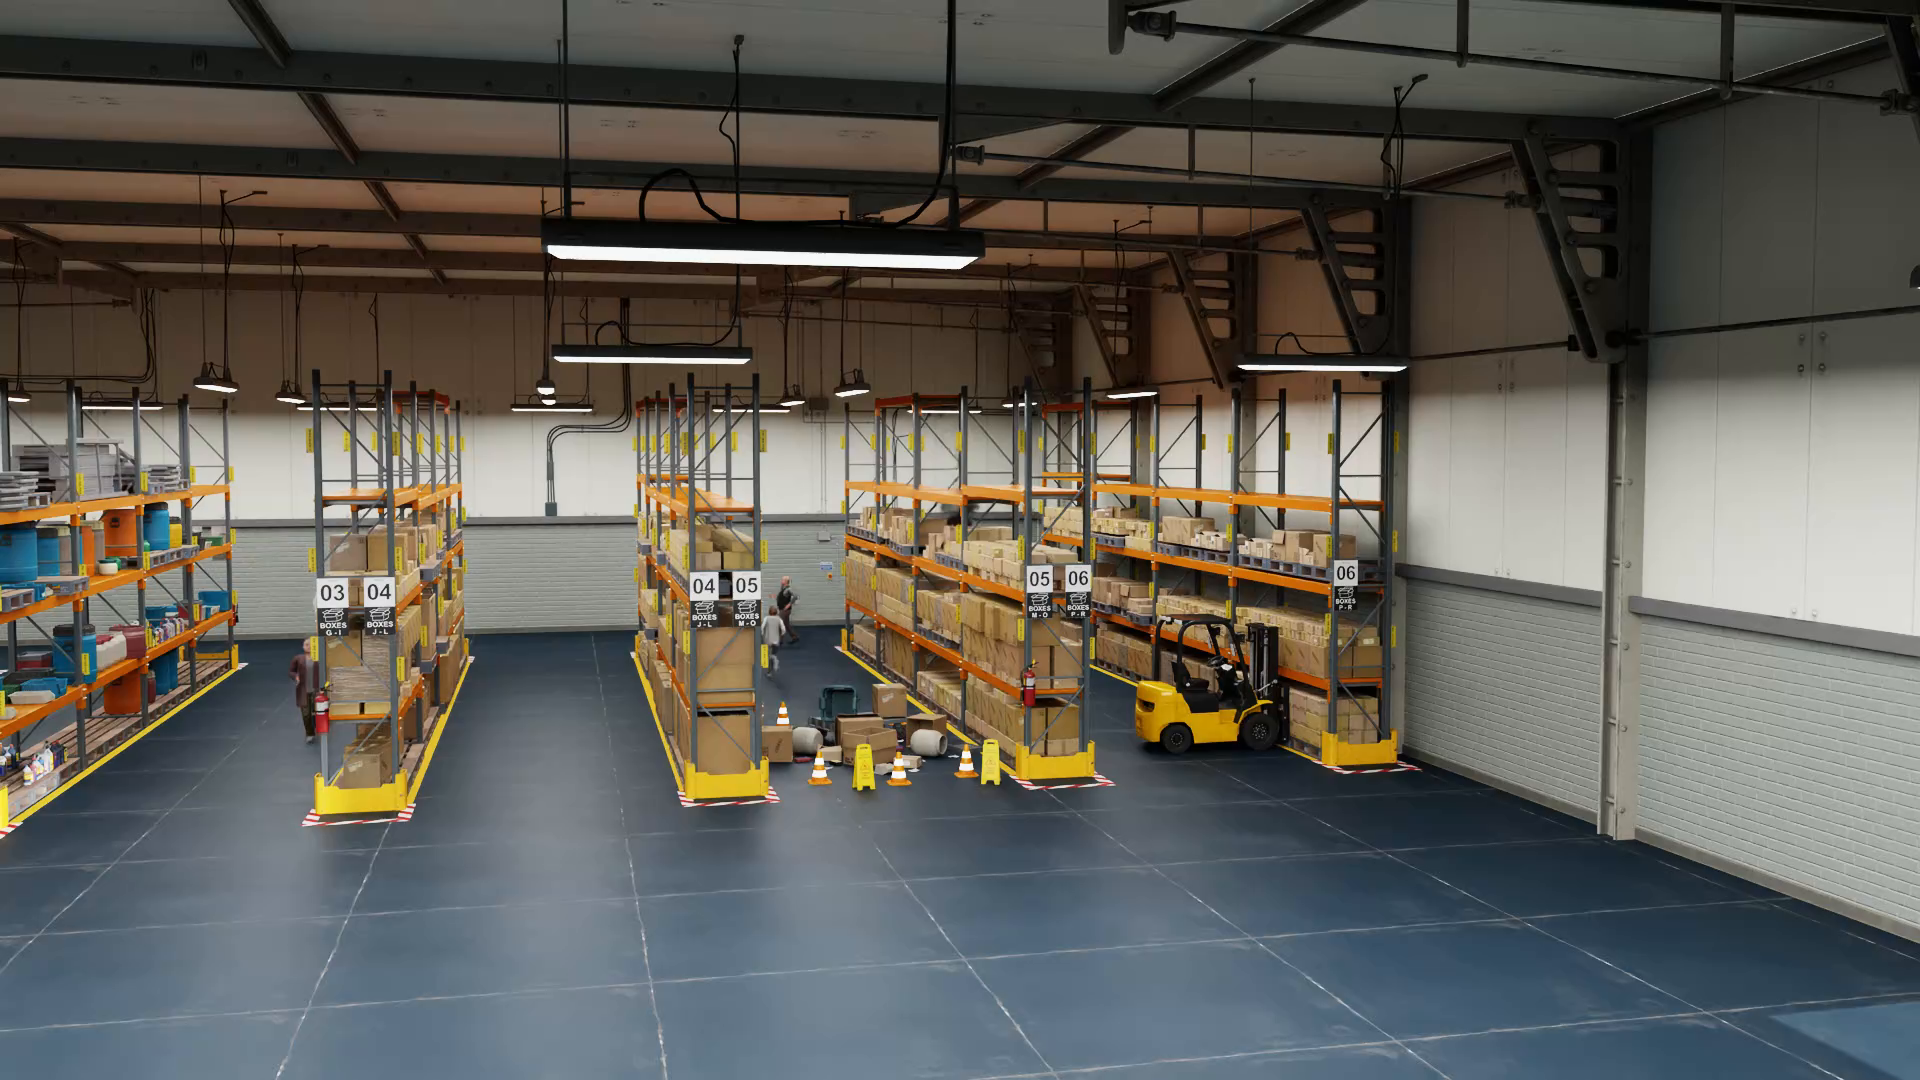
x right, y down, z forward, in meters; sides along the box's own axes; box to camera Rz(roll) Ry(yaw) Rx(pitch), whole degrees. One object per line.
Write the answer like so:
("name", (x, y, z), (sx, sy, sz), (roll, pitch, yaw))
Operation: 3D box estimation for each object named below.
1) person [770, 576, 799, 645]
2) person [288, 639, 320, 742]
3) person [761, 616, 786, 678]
("person", (-4.309, 1.772, 40.931), (0.738, 1.769, 0.641), (-1, 3, -18))
("person", (-10.832, 2.521, 27.731), (0.698, 1.735, 0.633), (-1, 3, -18))
("person", (-3.973, 2.304, 35.422), (0.556, 1.372, 0.749), (-1, 4, -21))
